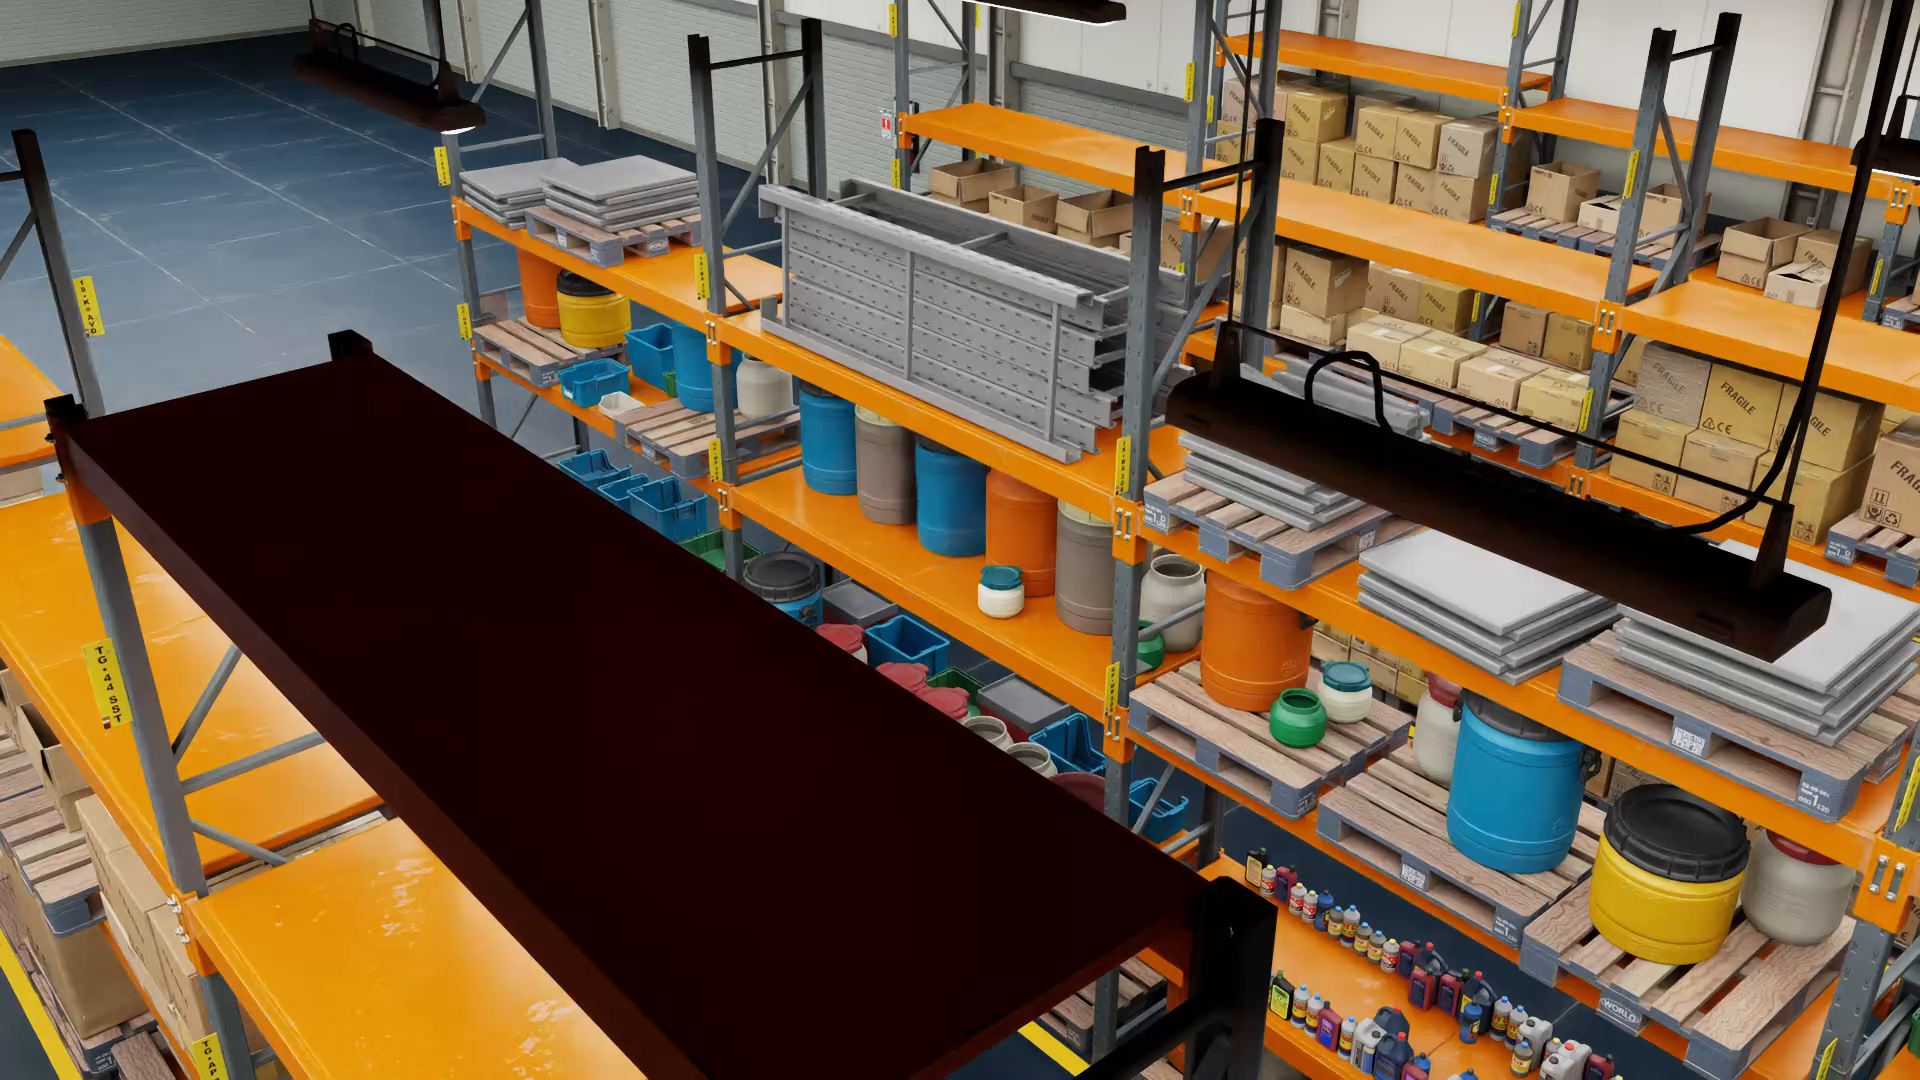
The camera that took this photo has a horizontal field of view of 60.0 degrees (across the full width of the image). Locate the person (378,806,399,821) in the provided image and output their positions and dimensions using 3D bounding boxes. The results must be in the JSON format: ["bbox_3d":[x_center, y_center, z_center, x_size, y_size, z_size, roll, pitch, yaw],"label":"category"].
[{"bbox_3d":[-4.180,1.672,12.380,0.566,1.712,0.478,-15,31,-28],"label":"person"}]
